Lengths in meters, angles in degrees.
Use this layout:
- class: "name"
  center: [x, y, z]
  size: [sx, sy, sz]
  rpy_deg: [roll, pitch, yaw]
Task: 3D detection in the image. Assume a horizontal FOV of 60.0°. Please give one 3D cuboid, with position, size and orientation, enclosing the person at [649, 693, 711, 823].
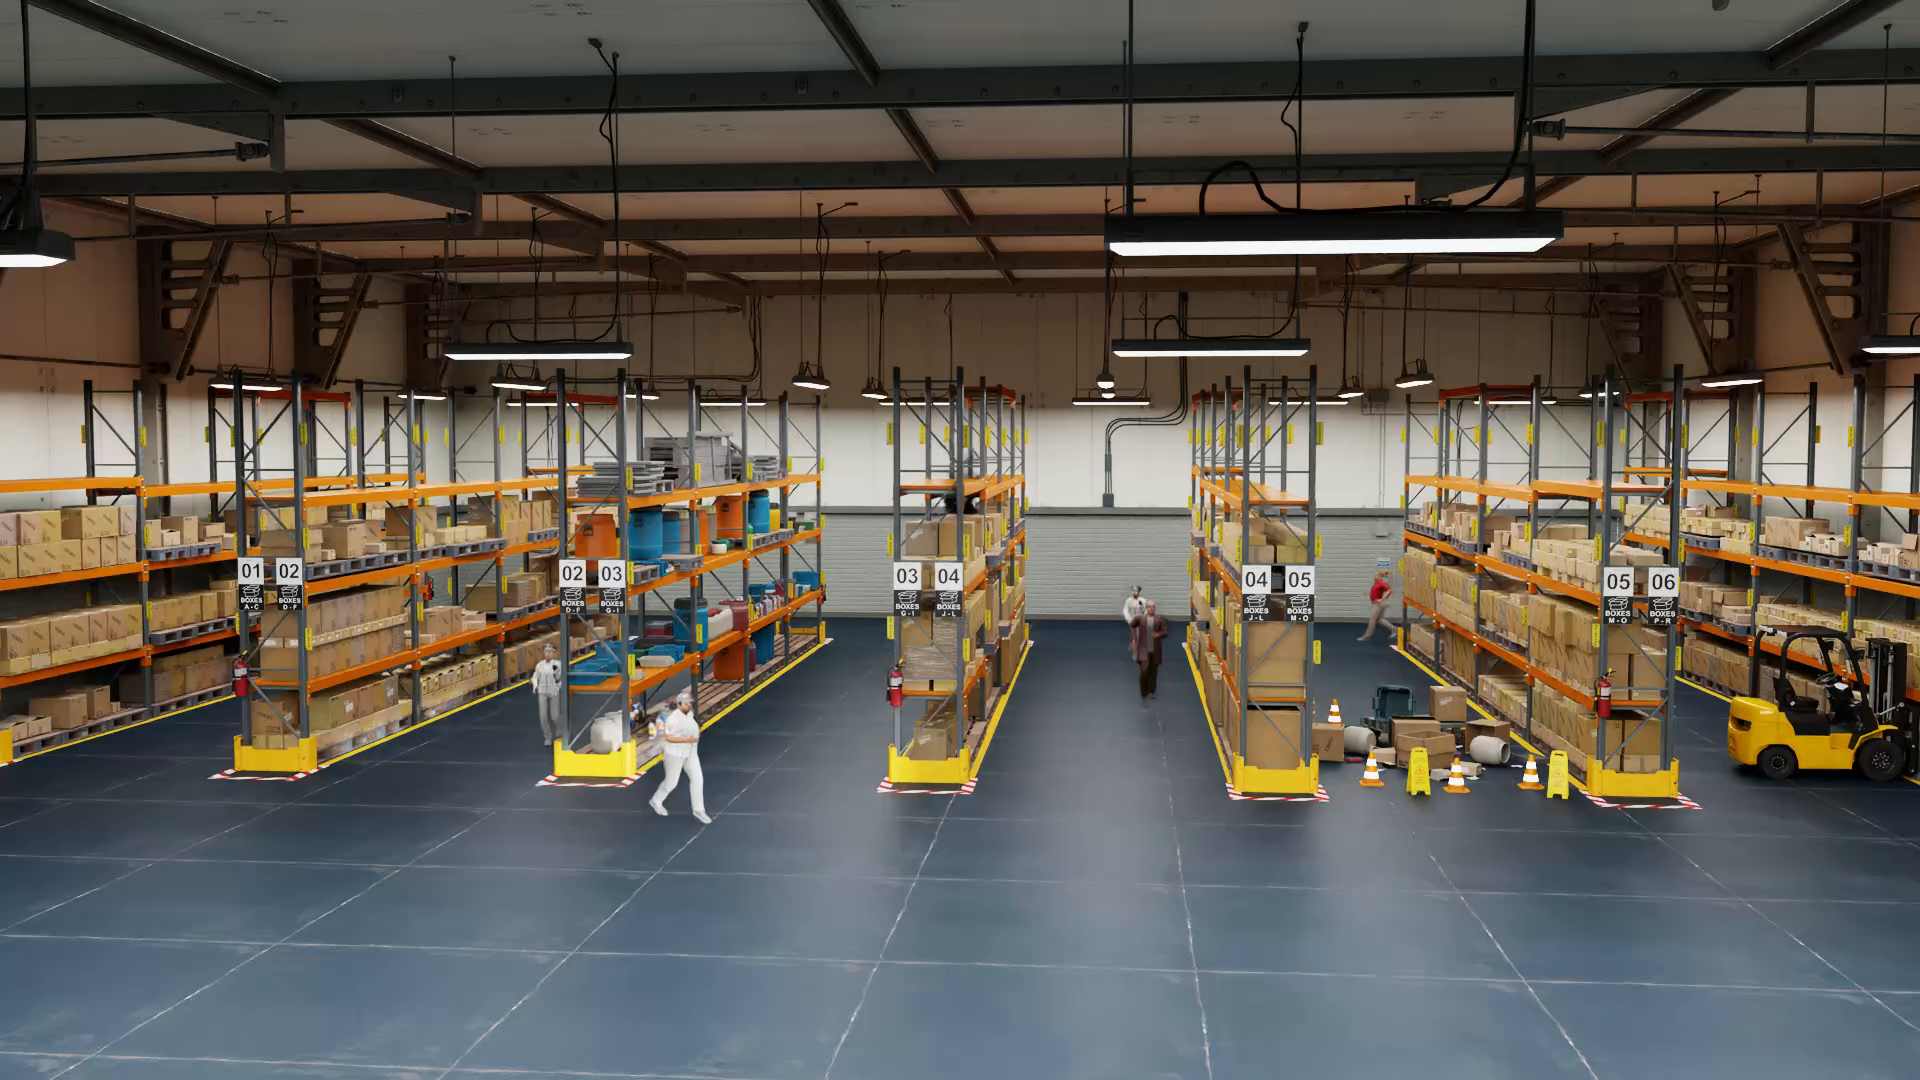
- class: "person"
  center: [-3.658, 2.803, 21.678]
  size: [0.901, 1.652, 0.568]
  rpy_deg: [3, 4, 35]

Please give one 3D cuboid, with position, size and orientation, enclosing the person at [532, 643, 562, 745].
- class: "person"
  center: [-6.684, 2.497, 27.071]
  size: [0.607, 1.641, 0.567]
  rpy_deg: [0, 4, 1]

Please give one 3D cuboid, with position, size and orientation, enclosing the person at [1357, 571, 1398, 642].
- class: "person"
  center: [10.169, 1.608, 40.395]
  size: [1.013, 1.714, 0.668]
  rpy_deg: [0, 4, 7]

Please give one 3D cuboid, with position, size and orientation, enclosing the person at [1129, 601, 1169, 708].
- class: "person"
  center: [3.360, 2.017, 29.483]
  size: [0.671, 1.888, 0.788]
  rpy_deg: [0, 4, 0]

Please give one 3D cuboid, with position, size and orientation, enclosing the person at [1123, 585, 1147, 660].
- class: "person"
  center: [4.002, 1.847, 37.623]
  size: [0.618, 1.679, 0.609]
  rpy_deg: [1, 4, 12]
